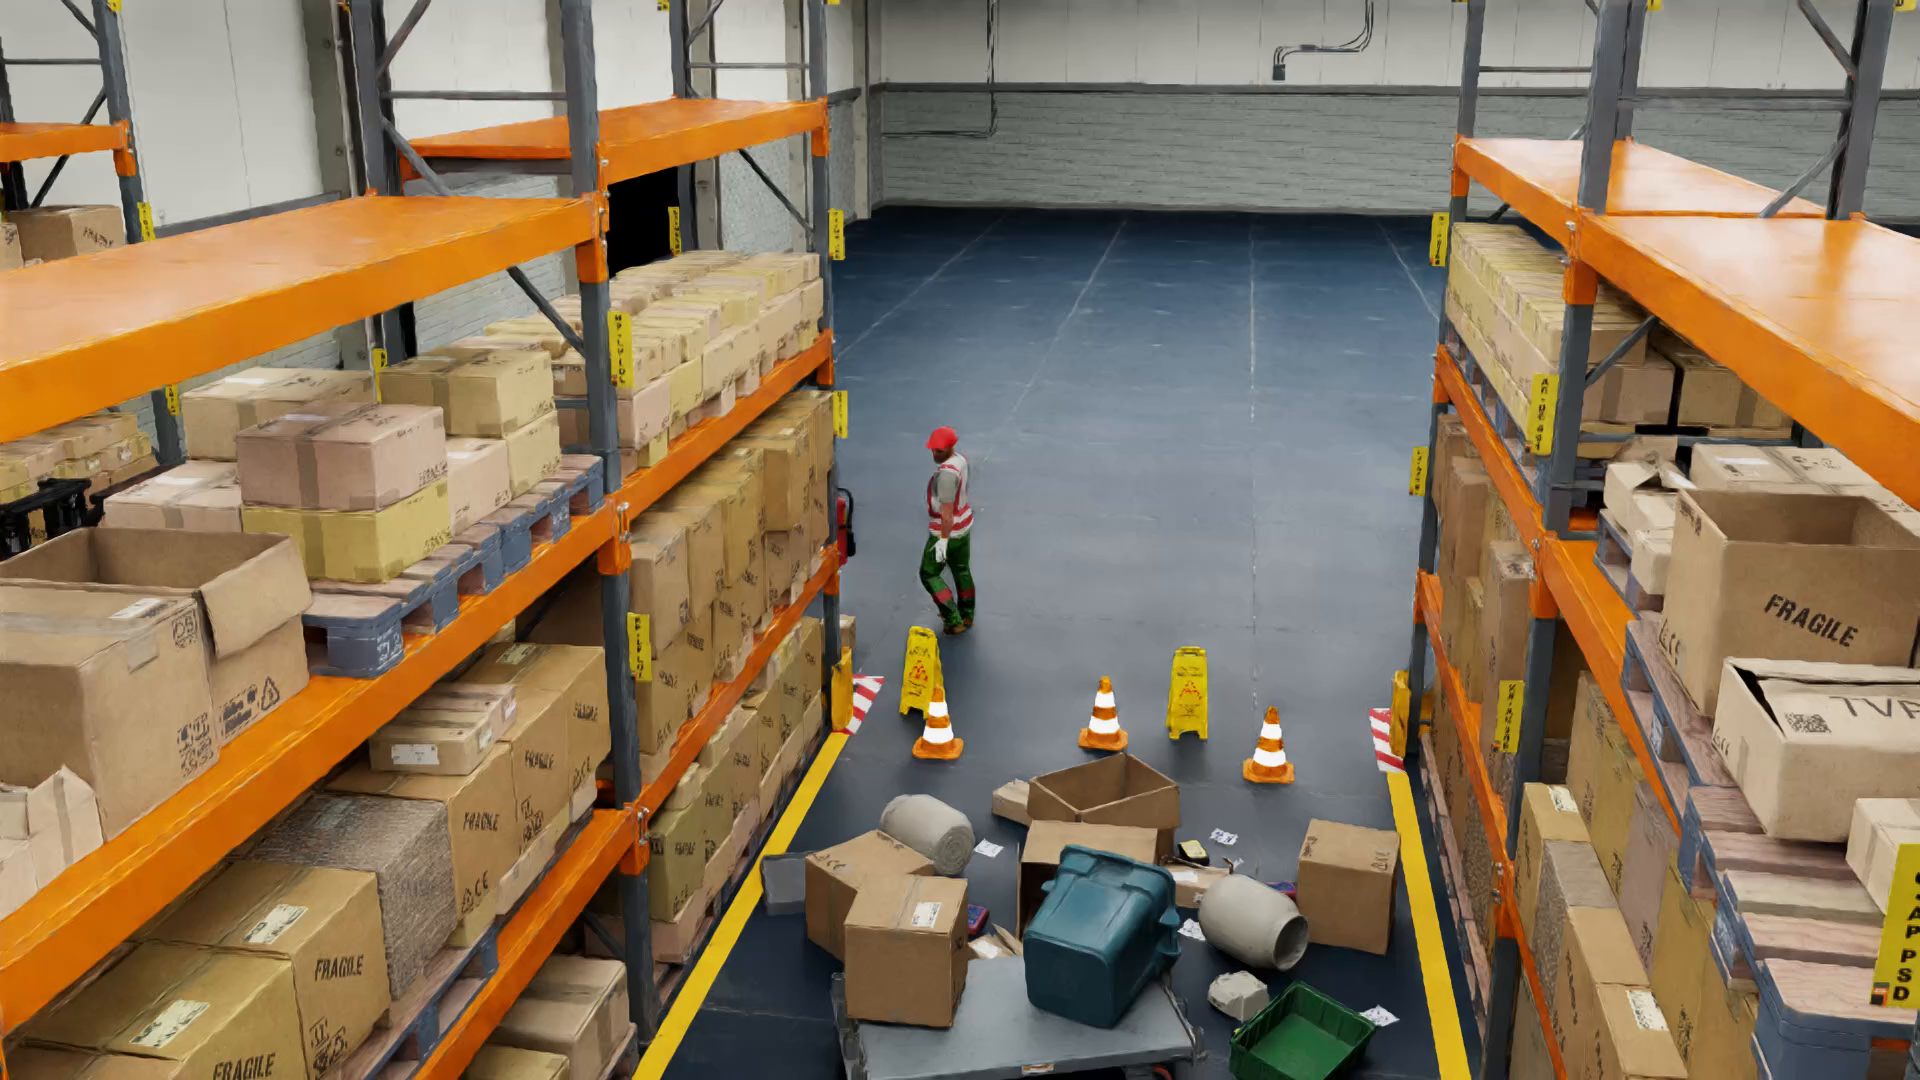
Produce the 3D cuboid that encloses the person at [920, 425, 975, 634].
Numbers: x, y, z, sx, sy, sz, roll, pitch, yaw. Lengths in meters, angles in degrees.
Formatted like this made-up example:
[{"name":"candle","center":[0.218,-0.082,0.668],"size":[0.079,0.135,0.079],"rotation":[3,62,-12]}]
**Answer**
[{"name":"person","center":[-0.084,-0.083,13.285],"size":[0.420,1.762,0.645],"rotation":[7,19,21]}]
